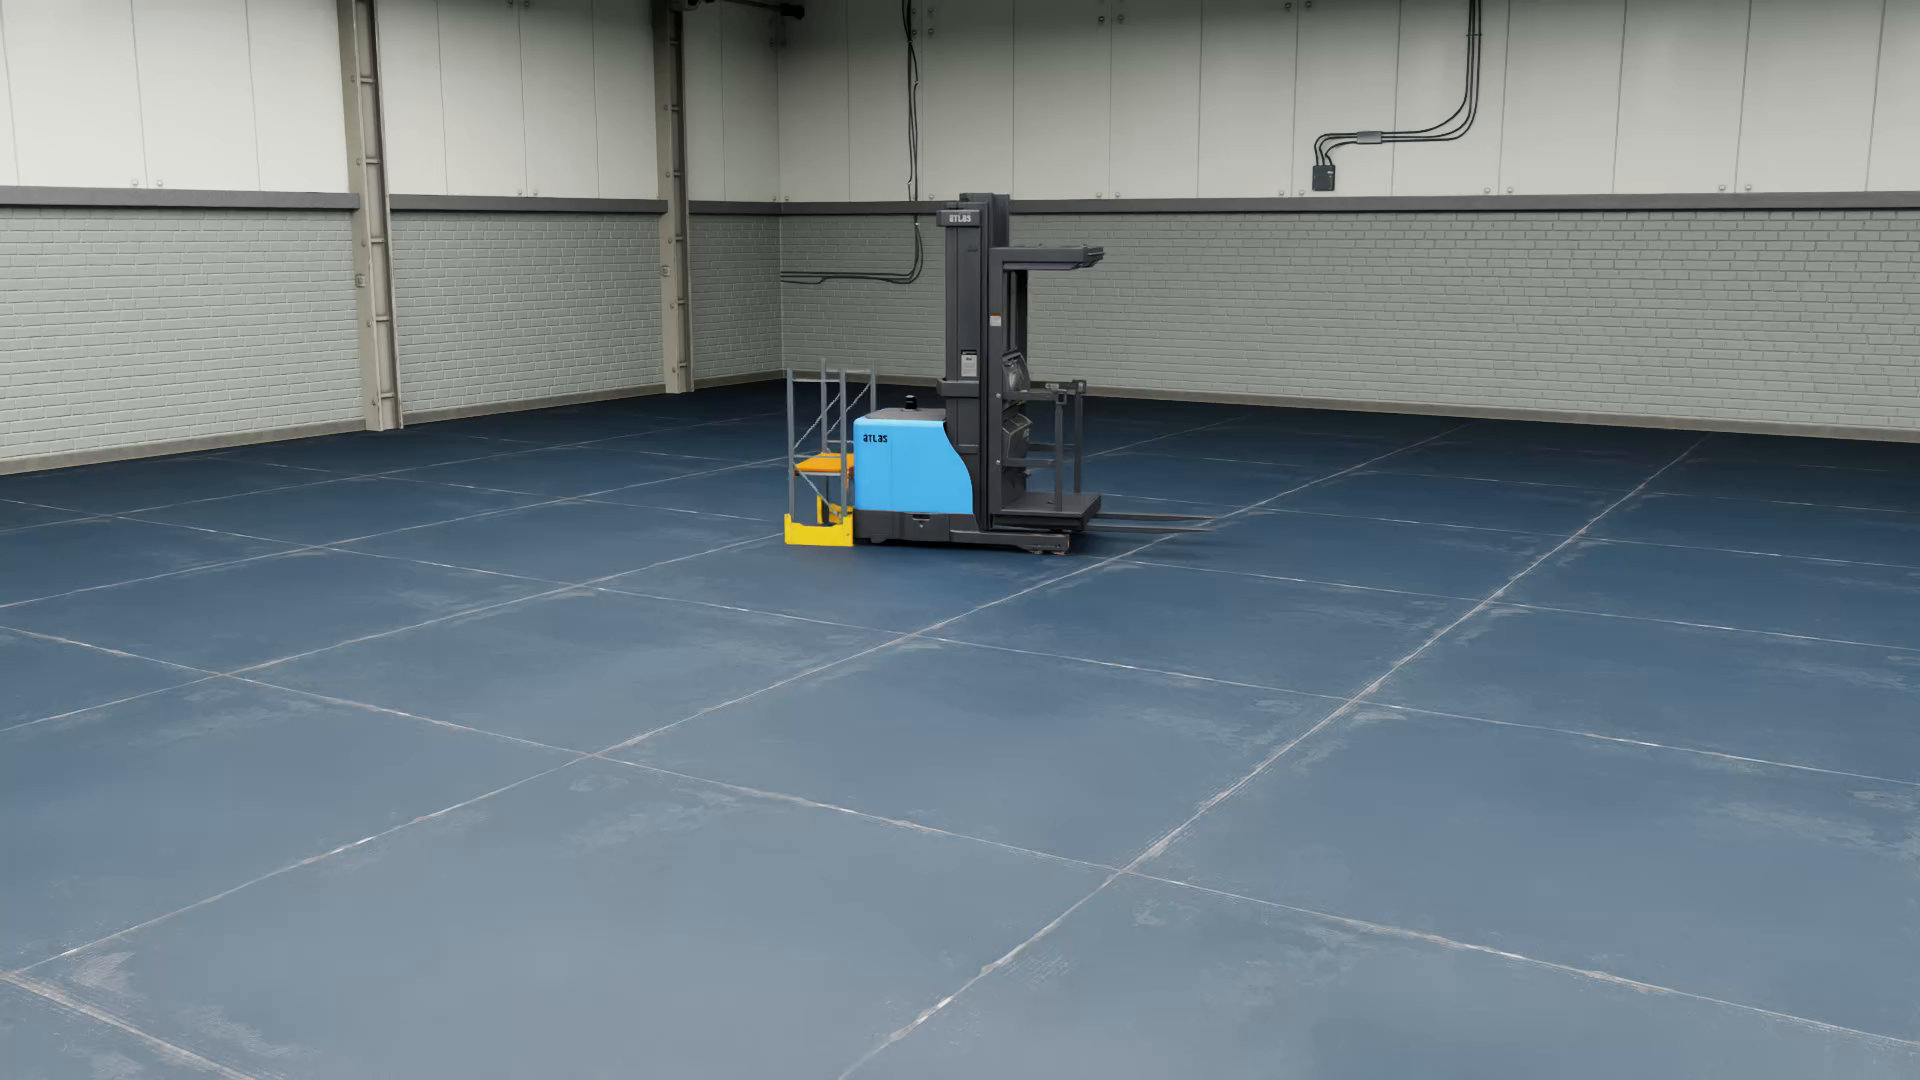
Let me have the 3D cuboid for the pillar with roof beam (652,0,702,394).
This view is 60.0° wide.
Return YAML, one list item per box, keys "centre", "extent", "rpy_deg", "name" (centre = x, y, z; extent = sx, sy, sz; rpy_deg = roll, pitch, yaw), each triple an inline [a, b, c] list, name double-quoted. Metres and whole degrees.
- centre: [-0.942, -6.448, 24.356]
  extent: [9.100, 9.000, 0.548]
  rpy_deg: [6, 12, 31]
  name: "pillar with roof beam"

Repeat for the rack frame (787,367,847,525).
- centre: [-1.201, -0.700, 14.030]
  extent: [0.500, 1.500, 0.032]
  rpy_deg: [2, 11, 11]
  name: "rack frame"

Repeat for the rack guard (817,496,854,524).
- centre: [-1.004, -0.265, 15.106]
  extent: [0.587, 0.250, 0.087]
  rpy_deg: [2, 11, 11]
  name: "rack guard"

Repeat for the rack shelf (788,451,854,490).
- centre: [-1.101, -0.615, 14.553]
  extent: [0.538, 0.185, 1.000]
  rpy_deg: [2, 11, 11]
  name: "rack shelf"

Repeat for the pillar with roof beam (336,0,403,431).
- centre: [-4.057, -5.504, 19.316]
  extent: [9.100, 9.000, 0.400]
  rpy_deg: [6, 12, 31]
  name: "pillar with roof beam"

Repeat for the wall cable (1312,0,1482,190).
- centre: [6.144, -7.958, 23.182]
  extent: [2.305, 6.003, 0.169]
  rpy_deg: [6, 12, 31]
  name: "wall cable"

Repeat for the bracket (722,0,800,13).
- centre: [-3.179, -8.940, 27.884]
  extent: [0.076, 0.066, 3.189]
  rpy_deg: [6, 12, 31]
  name: "bracket"

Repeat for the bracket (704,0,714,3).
- centre: [-4.102, -8.660, 26.389]
  extent: [0.235, 0.232, 0.430]
  rpy_deg: [6, 12, 31]
  name: "bracket"

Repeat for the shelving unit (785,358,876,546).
- centre: [-1.103, -0.790, 14.511]
  extent: [0.587, 1.500, 1.083]
  rpy_deg: [2, 11, 11]
  name: "shelving unit"

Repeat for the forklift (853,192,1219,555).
- centre: [0.662, -1.424, 14.011]
  extent: [3.031, 2.935, 1.130]
  rpy_deg: [2, 11, 13]
  name: "forklift"

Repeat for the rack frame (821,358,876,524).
- centre: [-1.000, -0.883, 15.010]
  extent: [0.500, 1.500, 0.032]
  rpy_deg: [2, 11, 11]
  name: "rack frame"

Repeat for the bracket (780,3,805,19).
- centre: [-2.872, -9.033, 28.380]
  extent: [0.235, 0.232, 0.430]
  rpy_deg: [6, 12, 31]
  name: "bracket"

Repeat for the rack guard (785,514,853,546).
- centre: [-1.201, -0.086, 14.146]
  extent: [0.587, 0.250, 0.087]
  rpy_deg: [2, 11, 11]
  name: "rack guard"

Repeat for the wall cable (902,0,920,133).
- centre: [0.350, -7.894, 26.794]
  extent: [3.097, 2.526, 0.112]
  rpy_deg: [6, 12, 31]
  name: "wall cable"

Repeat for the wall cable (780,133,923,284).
- centre: [-1.962, -5.670, 28.639]
  extent: [3.097, 2.526, 0.112]
  rpy_deg: [6, 12, 31]
  name: "wall cable"
